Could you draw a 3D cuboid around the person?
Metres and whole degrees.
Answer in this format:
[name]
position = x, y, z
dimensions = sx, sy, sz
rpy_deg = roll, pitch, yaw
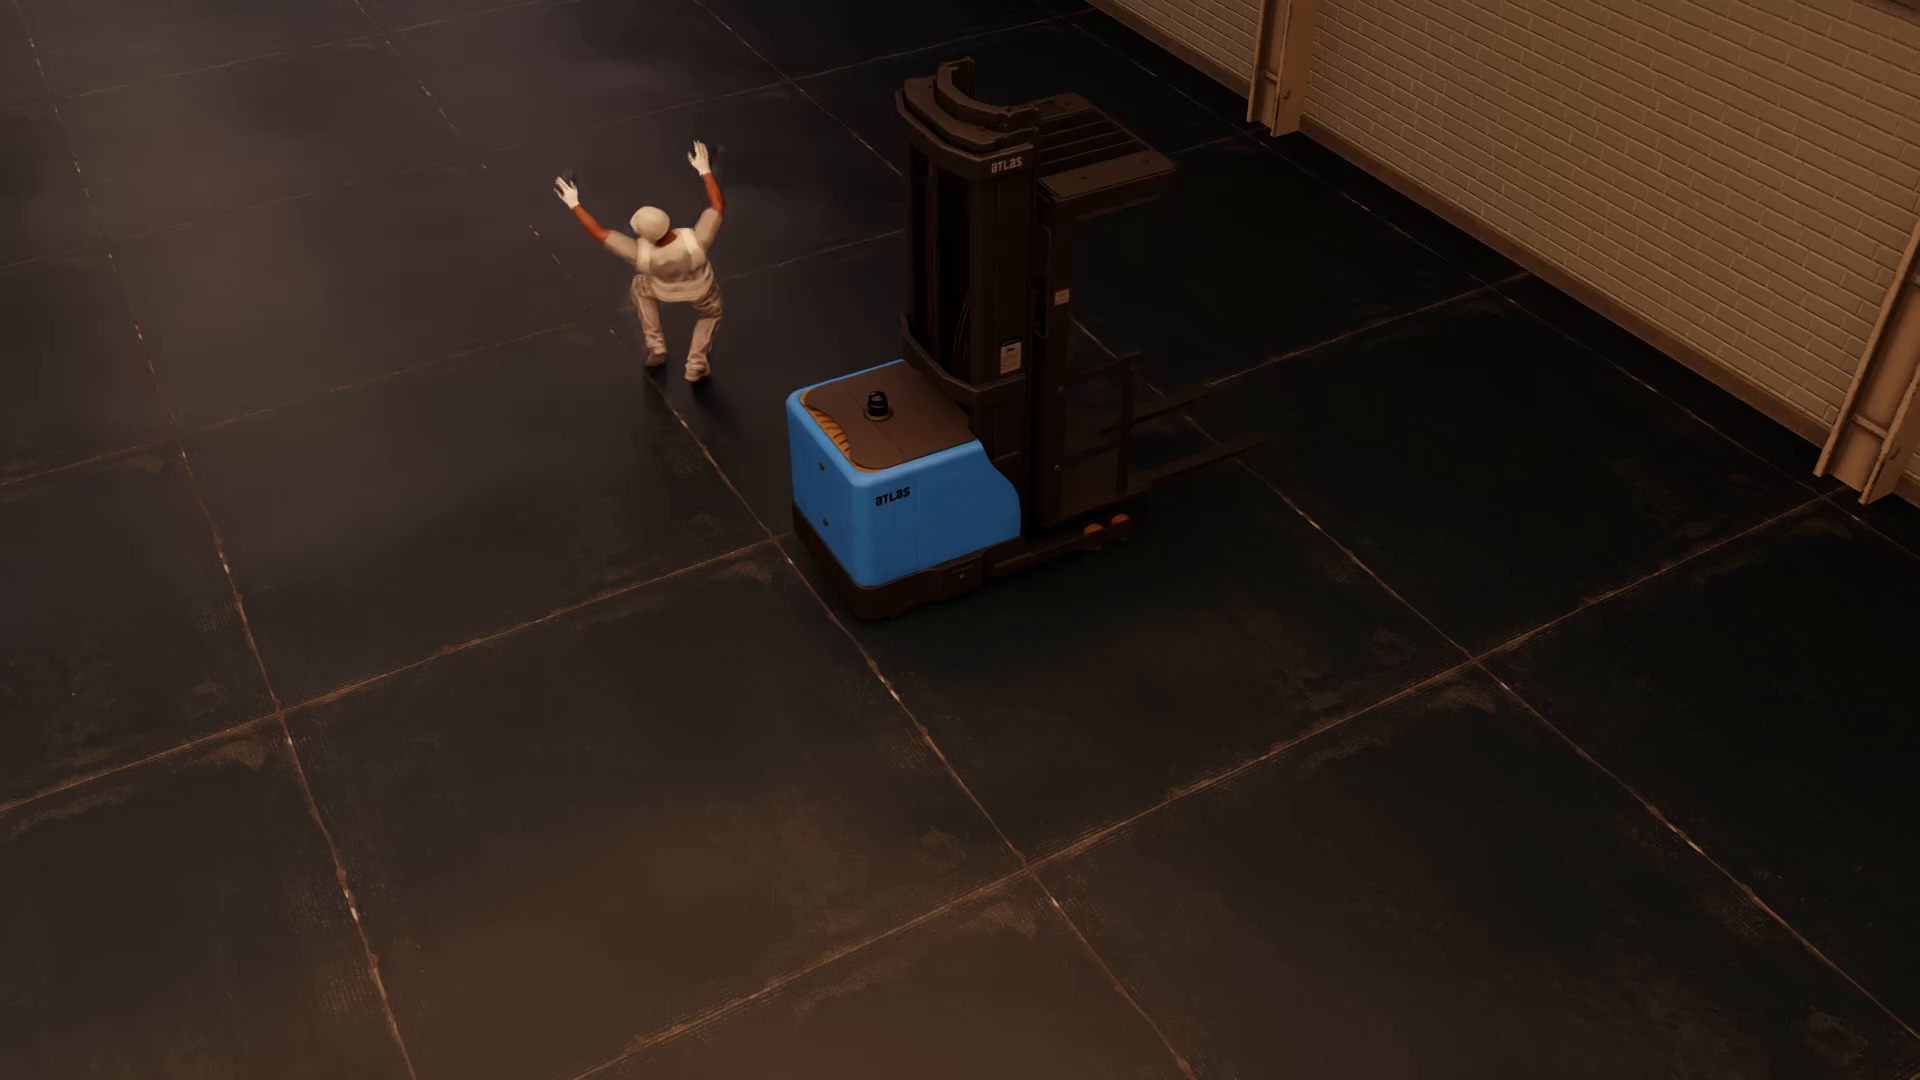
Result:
[person]
position = -2.084, -1.808, 11.213
dimensions = 1.077, 1.687, 0.795
rpy_deg = -2, 40, -3

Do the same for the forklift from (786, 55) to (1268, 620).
[forklift]
position = 0.511, -1.342, 9.654
dimensions = 3.031, 2.935, 1.130
rpy_deg = -19, 43, -22
